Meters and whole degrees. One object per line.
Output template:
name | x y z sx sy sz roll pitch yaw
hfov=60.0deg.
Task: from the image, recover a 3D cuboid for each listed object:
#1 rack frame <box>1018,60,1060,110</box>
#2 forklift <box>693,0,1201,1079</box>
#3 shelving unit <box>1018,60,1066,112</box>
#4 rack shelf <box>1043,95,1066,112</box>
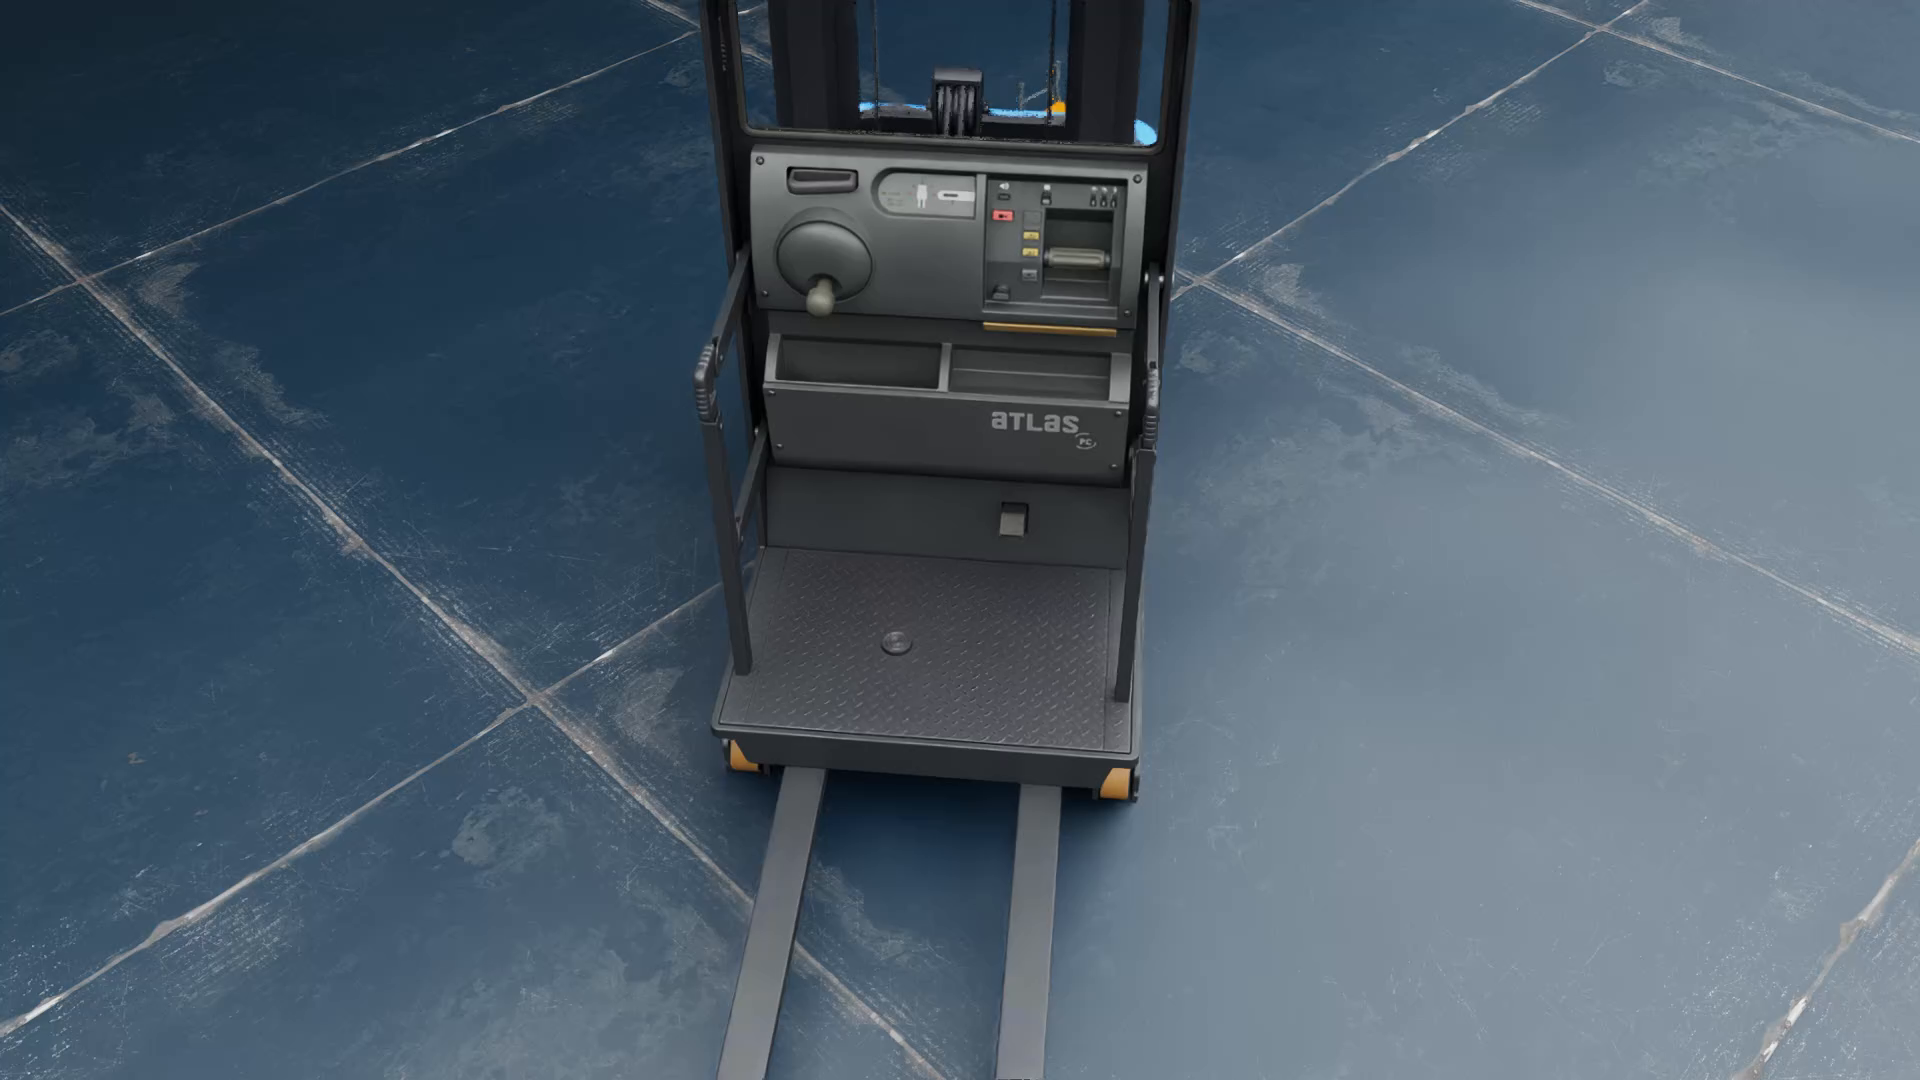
rack frame | 0.256 -1.116 5.684 0.008 1.050 0.200 31 51 30
forklift | -0.050 -0.623 3.765 1.130 2.935 3.031 4 43 4
shelving unit | 0.347 -1.061 5.623 0.252 1.050 0.215 31 51 30
rack shelf | 0.346 -1.262 5.439 0.240 0.259 0.215 31 51 30
